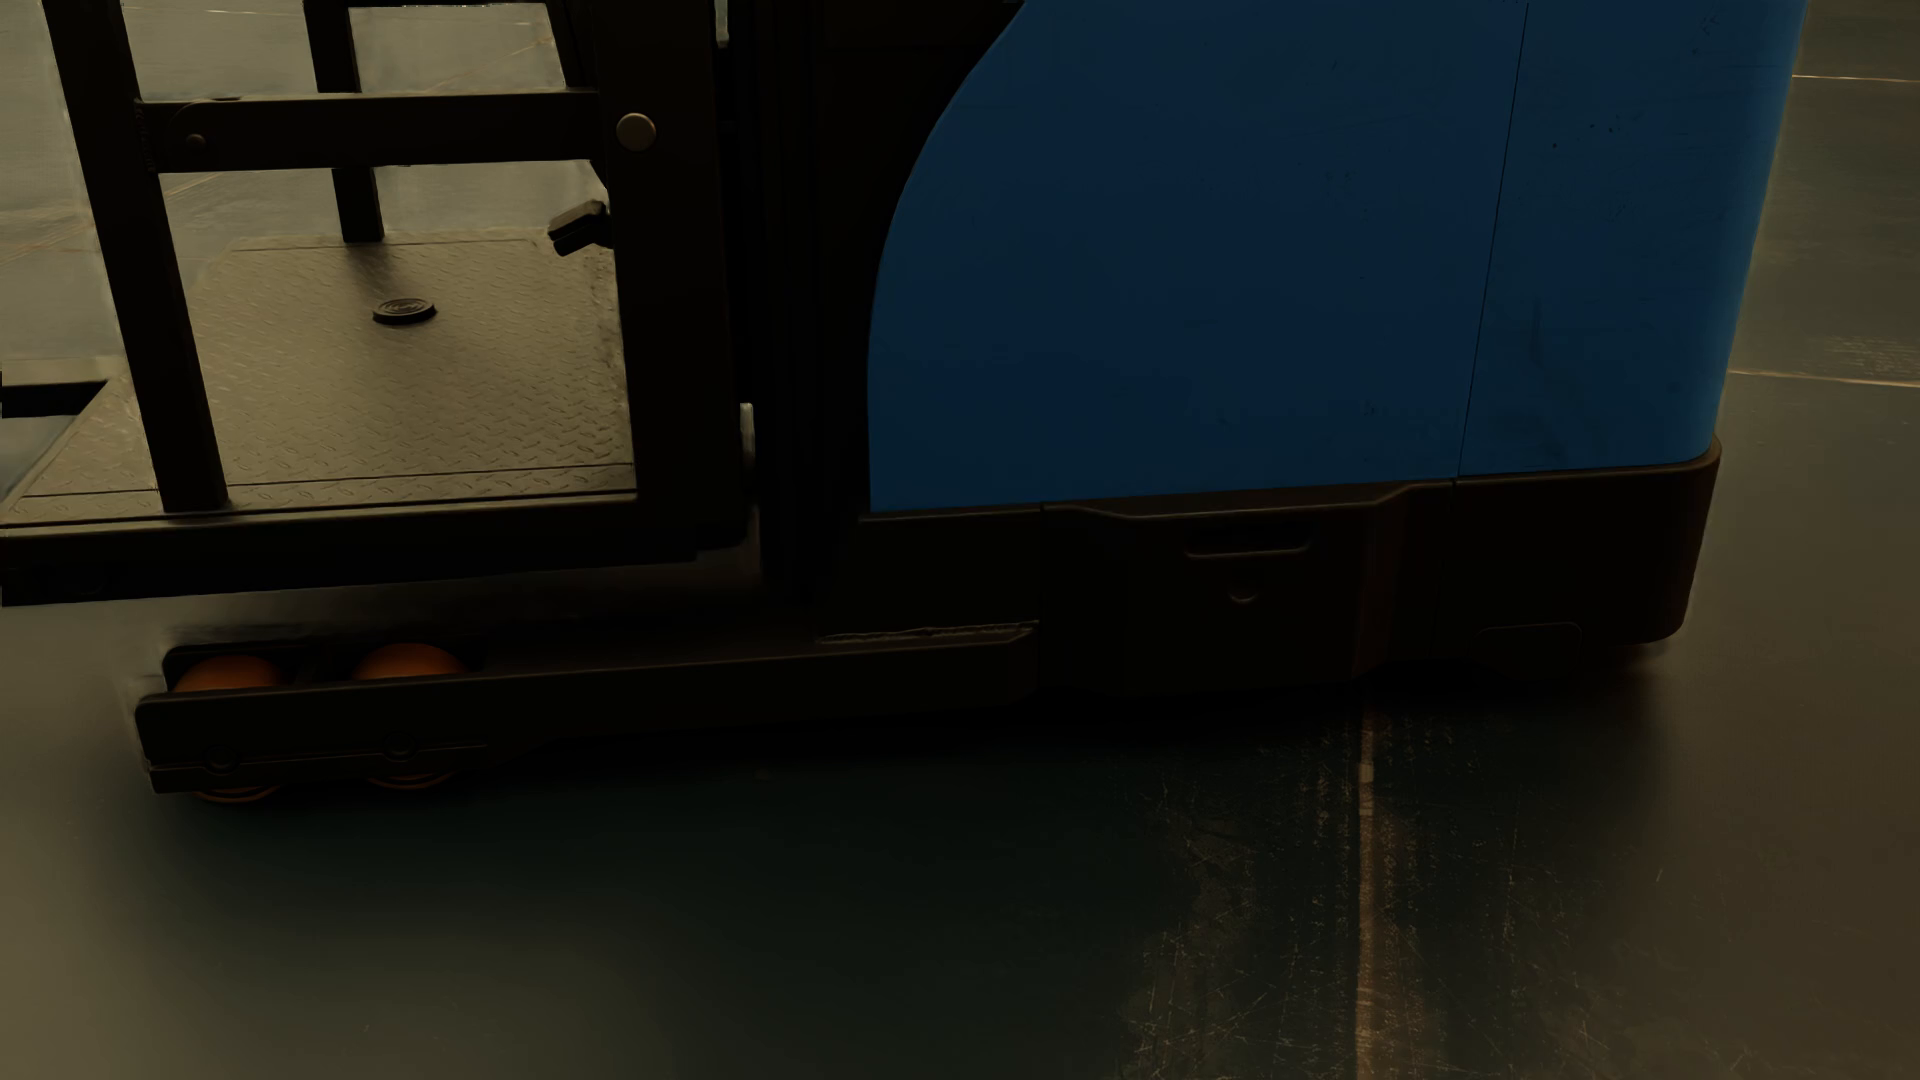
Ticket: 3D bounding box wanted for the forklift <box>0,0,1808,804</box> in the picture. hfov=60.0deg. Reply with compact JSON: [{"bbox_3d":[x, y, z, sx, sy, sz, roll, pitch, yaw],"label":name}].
[{"bbox_3d":[-0.619,-1.261,1.746,3.031,2.935,1.130,-4,27,-7],"label":"forklift"}]
